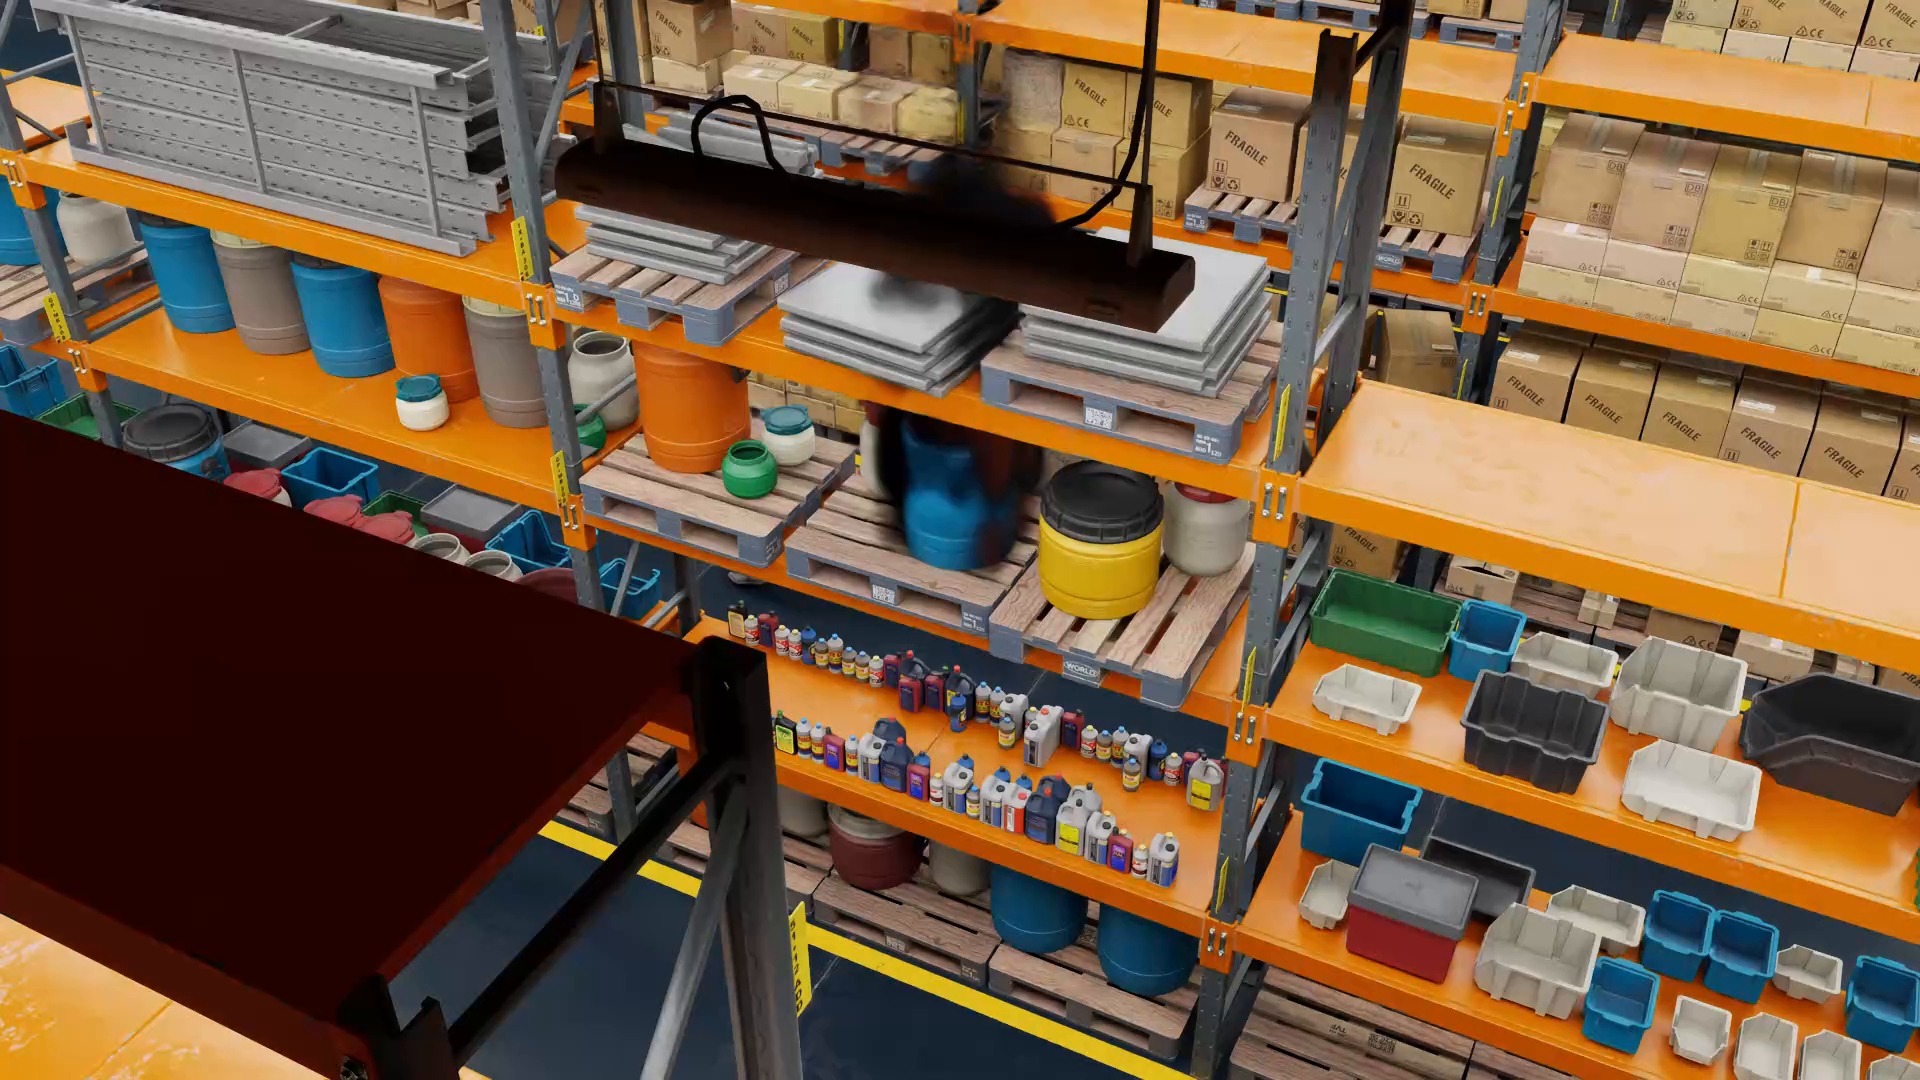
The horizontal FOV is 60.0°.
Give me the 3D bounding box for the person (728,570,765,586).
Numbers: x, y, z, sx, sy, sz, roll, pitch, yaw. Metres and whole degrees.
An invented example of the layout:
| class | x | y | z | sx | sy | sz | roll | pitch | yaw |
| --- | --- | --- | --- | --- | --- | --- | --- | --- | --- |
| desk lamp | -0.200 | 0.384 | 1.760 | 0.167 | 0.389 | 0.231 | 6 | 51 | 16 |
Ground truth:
| class | x | y | z | sx | sy | sz | roll | pitch | yaw |
| --- | --- | --- | --- | --- | --- | --- | --- | --- | --- |
| person | -1.871 | -0.383 | 12.899 | 0.660 | 1.745 | 0.675 | 5 | 35 | 7 |
